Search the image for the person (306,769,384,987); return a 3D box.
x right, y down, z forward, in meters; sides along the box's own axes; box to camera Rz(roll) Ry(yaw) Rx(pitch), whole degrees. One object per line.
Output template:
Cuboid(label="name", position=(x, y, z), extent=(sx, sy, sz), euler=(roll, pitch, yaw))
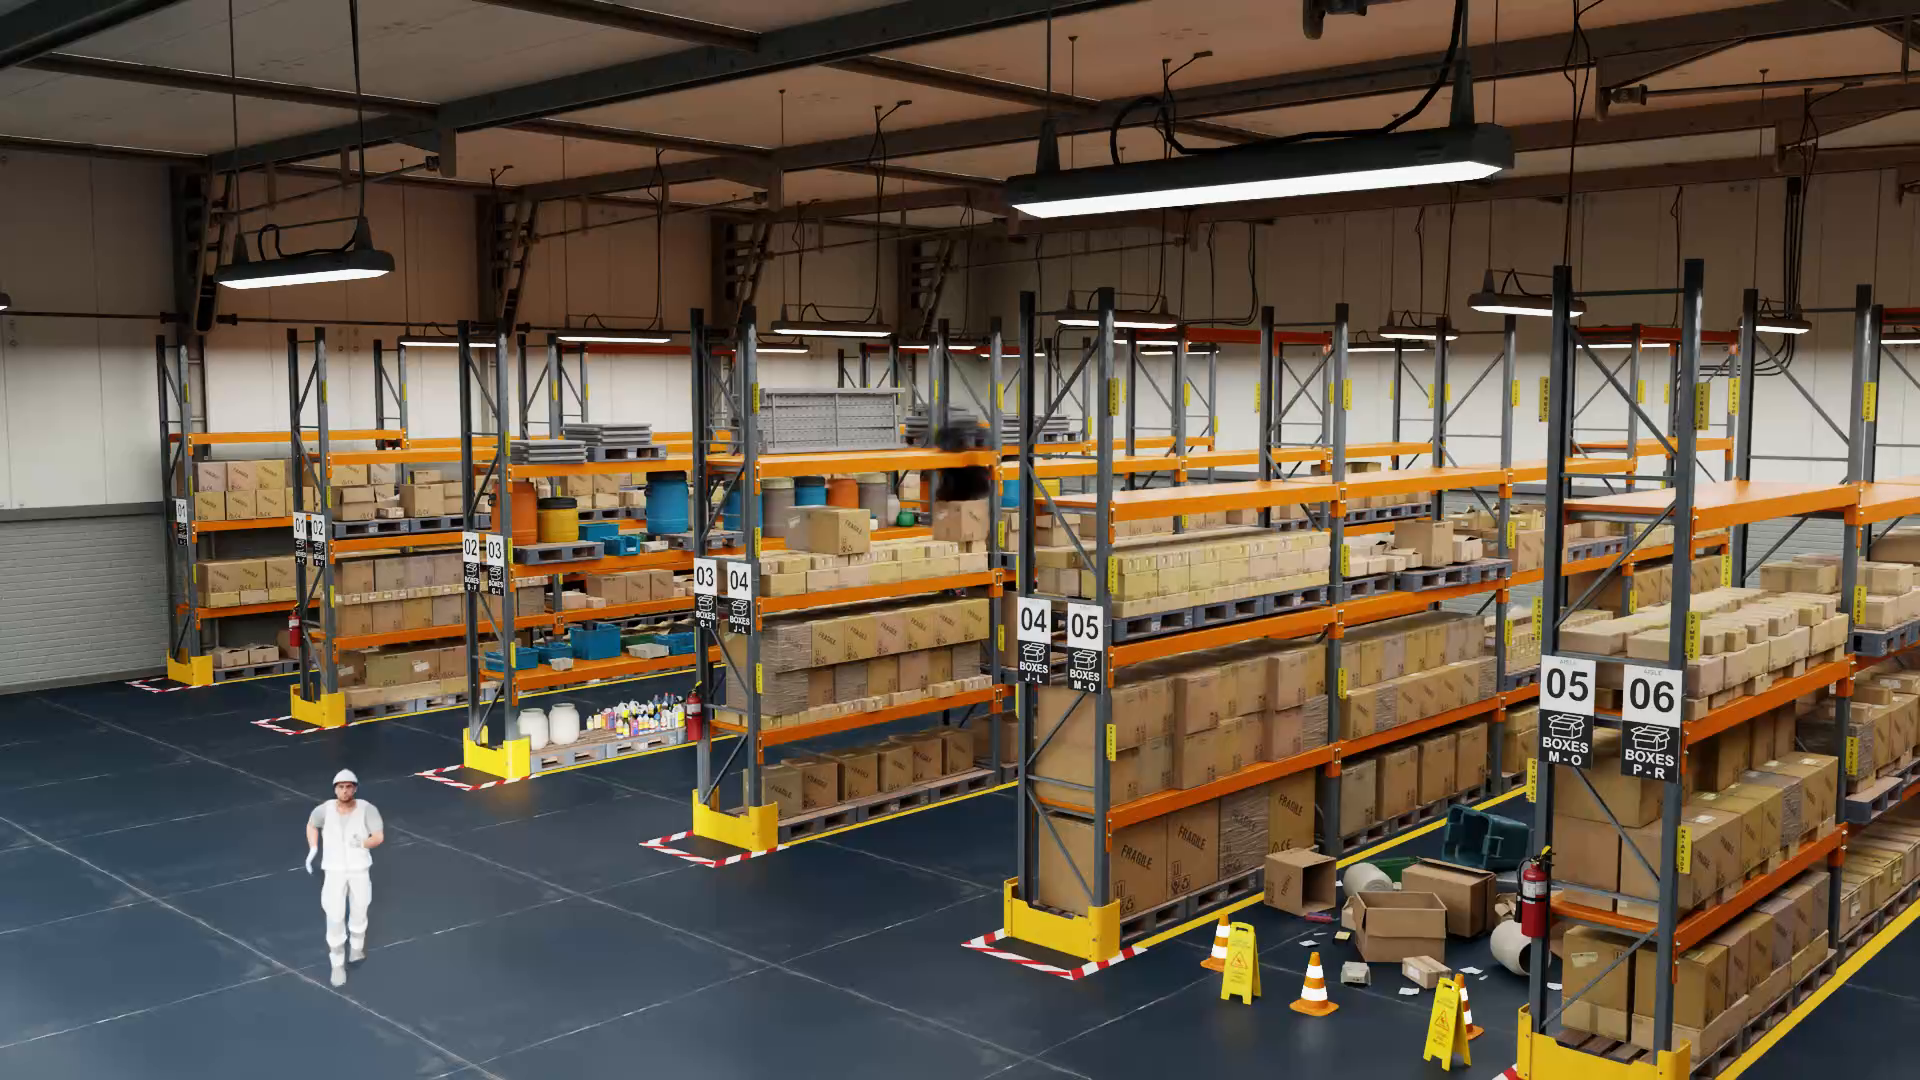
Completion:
Cuboid(label="person", position=(-5.352, 2.914, 14.496), extent=(0.643, 1.846, 0.774), euler=(-2, 6, -21))

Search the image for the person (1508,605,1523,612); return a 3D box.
Cuboid(label="person", position=(8.797, 1.837, 26.212), extent=(0.682, 1.678, 0.887), euler=(4, 7, 36))
